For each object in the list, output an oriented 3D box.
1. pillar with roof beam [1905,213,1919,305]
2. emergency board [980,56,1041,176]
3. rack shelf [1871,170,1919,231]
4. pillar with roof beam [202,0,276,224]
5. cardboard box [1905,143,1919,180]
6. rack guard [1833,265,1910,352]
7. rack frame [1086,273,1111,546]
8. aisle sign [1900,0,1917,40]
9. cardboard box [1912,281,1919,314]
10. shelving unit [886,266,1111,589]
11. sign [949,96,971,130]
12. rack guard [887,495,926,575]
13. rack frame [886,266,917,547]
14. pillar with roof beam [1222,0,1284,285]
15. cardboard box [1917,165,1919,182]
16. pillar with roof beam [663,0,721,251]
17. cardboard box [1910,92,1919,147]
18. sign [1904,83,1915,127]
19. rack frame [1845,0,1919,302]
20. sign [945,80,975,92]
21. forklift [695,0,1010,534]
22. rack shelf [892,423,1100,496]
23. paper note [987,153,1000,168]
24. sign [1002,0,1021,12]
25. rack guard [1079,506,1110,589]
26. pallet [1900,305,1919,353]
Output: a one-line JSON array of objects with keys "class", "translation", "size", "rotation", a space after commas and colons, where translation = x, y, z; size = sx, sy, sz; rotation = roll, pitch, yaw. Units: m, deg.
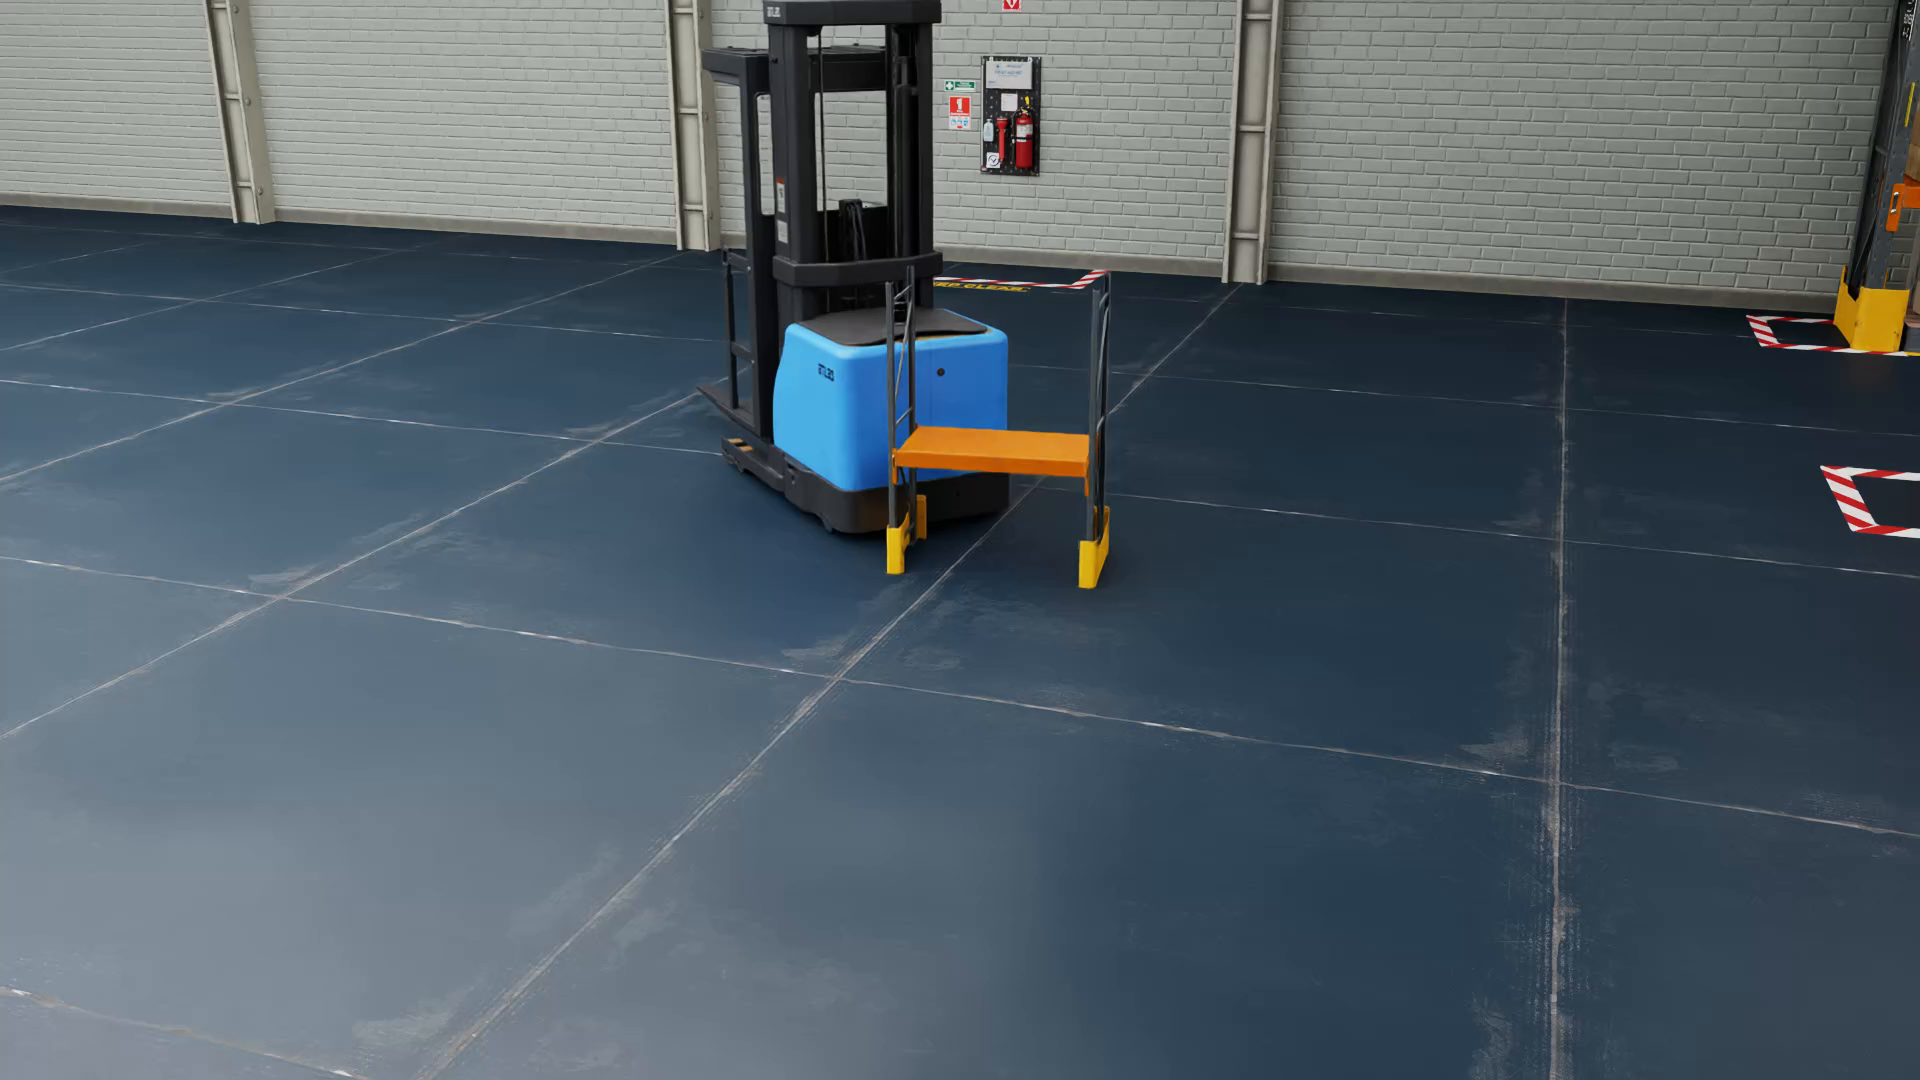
[{"class": "pillar with roof beam", "translation": [7.063, -4.819, 9.231], "size": [0.400, 9.000, 9.100], "rotation": [7, 20, 18]}, {"class": "emergency board", "translation": [0.486, -4.252, 16.717], "size": [0.643, 1.169, 0.194], "rotation": [7, 20, 18]}, {"class": "rack shelf", "translation": [9.420, -2.576, 13.002], "size": [4.000, 0.370, 1.077], "rotation": [7, 20, 18]}, {"class": "pillar with roof beam", "translation": [-9.941, -6.764, 14.809], "size": [0.400, 9.000, 9.100], "rotation": [7, 20, 18]}, {"class": "cardboard box", "translation": [8.035, -3.080, 13.553], "size": [0.500, 0.250, 0.500], "rotation": [7, 20, 19]}, {"class": "rack guard", "translation": [7.602, -1.943, 13.892], "size": [0.348, 0.500, 1.175], "rotation": [7, 20, 18]}, {"class": "rack frame", "translation": [0.697, -0.557, 8.397], "size": [0.032, 1.500, 0.500], "rotation": [4, 20, 11]}, {"class": "aisle sign", "translation": [7.364, -4.274, 12.830], "size": [0.004, 0.787, 0.394], "rotation": [7, 20, 18]}, {"class": "cardboard box", "translation": [8.154, -1.967, 13.579], "size": [0.500, 0.311, 0.500], "rotation": [4, 20, 12]}, {"class": "shelving unit", "translation": [0.208, -0.590, 8.491], "size": [1.083, 1.500, 0.587], "rotation": [4, 20, 11]}, {"class": "sign", "translation": [-0.003, -4.361, 16.975], "size": [0.234, 0.329, 0.001], "rotation": [7, 20, 18]}, {"class": "rack guard", "translation": [-0.280, -0.033, 8.791], "size": [0.087, 0.250, 0.587], "rotation": [4, 20, 11]}, {"class": "rack frame", "translation": [-0.299, -0.624, 8.589], "size": [0.032, 1.500, 0.500], "rotation": [4, 20, 11]}, {"class": "pillar with roof beam", "translation": [1.395, -5.468, 11.090], "size": [0.400, 9.000, 9.100], "rotation": [7, 20, 18]}, {"class": "cardboard box", "translation": [7.887, -2.919, 13.091], "size": [0.500, 0.250, 0.500], "rotation": [6, 20, 16]}, {"class": "pillar with roof beam", "translation": [-4.273, -6.116, 12.949], "size": [0.400, 9.000, 9.100], "rotation": [7, 20, 18]}, {"class": "cardboard box", "translation": [8.045, -3.440, 13.445], "size": [0.500, 0.500, 0.500], "rotation": [6, 20, 17]}, {"class": "sign", "translation": [7.352, -3.372, 12.877], "size": [0.005, 0.325, 0.100], "rotation": [7, 20, 18]}, {"class": "rack frame", "translation": [7.530, -3.132, 13.504], "size": [0.127, 3.000, 1.000], "rotation": [7, 20, 18]}, {"class": "sign", "translation": [-0.001, -4.608, 16.878], "size": [0.331, 0.109, 0.001], "rotation": [7, 20, 18]}, {"class": "forklift", "translation": [-0.841, -1.860, 9.960], "size": [1.130, 2.935, 3.031], "rotation": [-10, 21, -25]}, {"class": "rack shelf", "translation": [0.199, -0.421, 8.552], "size": [1.000, 0.185, 0.538], "rotation": [4, 20, 11]}, {"class": "paper note", "translation": [0.341, -3.877, 16.979], "size": [0.142, 0.148, 0.016], "rotation": [7, 20, 18]}, {"class": "sign", "translation": [0.511, -5.379, 16.427], "size": [0.199, 0.298, 0.001], "rotation": [7, 20, 18]}, {"class": "rack guard", "translation": [0.696, 0.033, 8.603], "size": [0.087, 0.250, 0.587], "rotation": [4, 20, 11]}, {"class": "pallet", "translation": [8.358, -1.708, 13.656], "size": [1.213, 0.211, 1.003], "rotation": [7, 20, 18]}]
